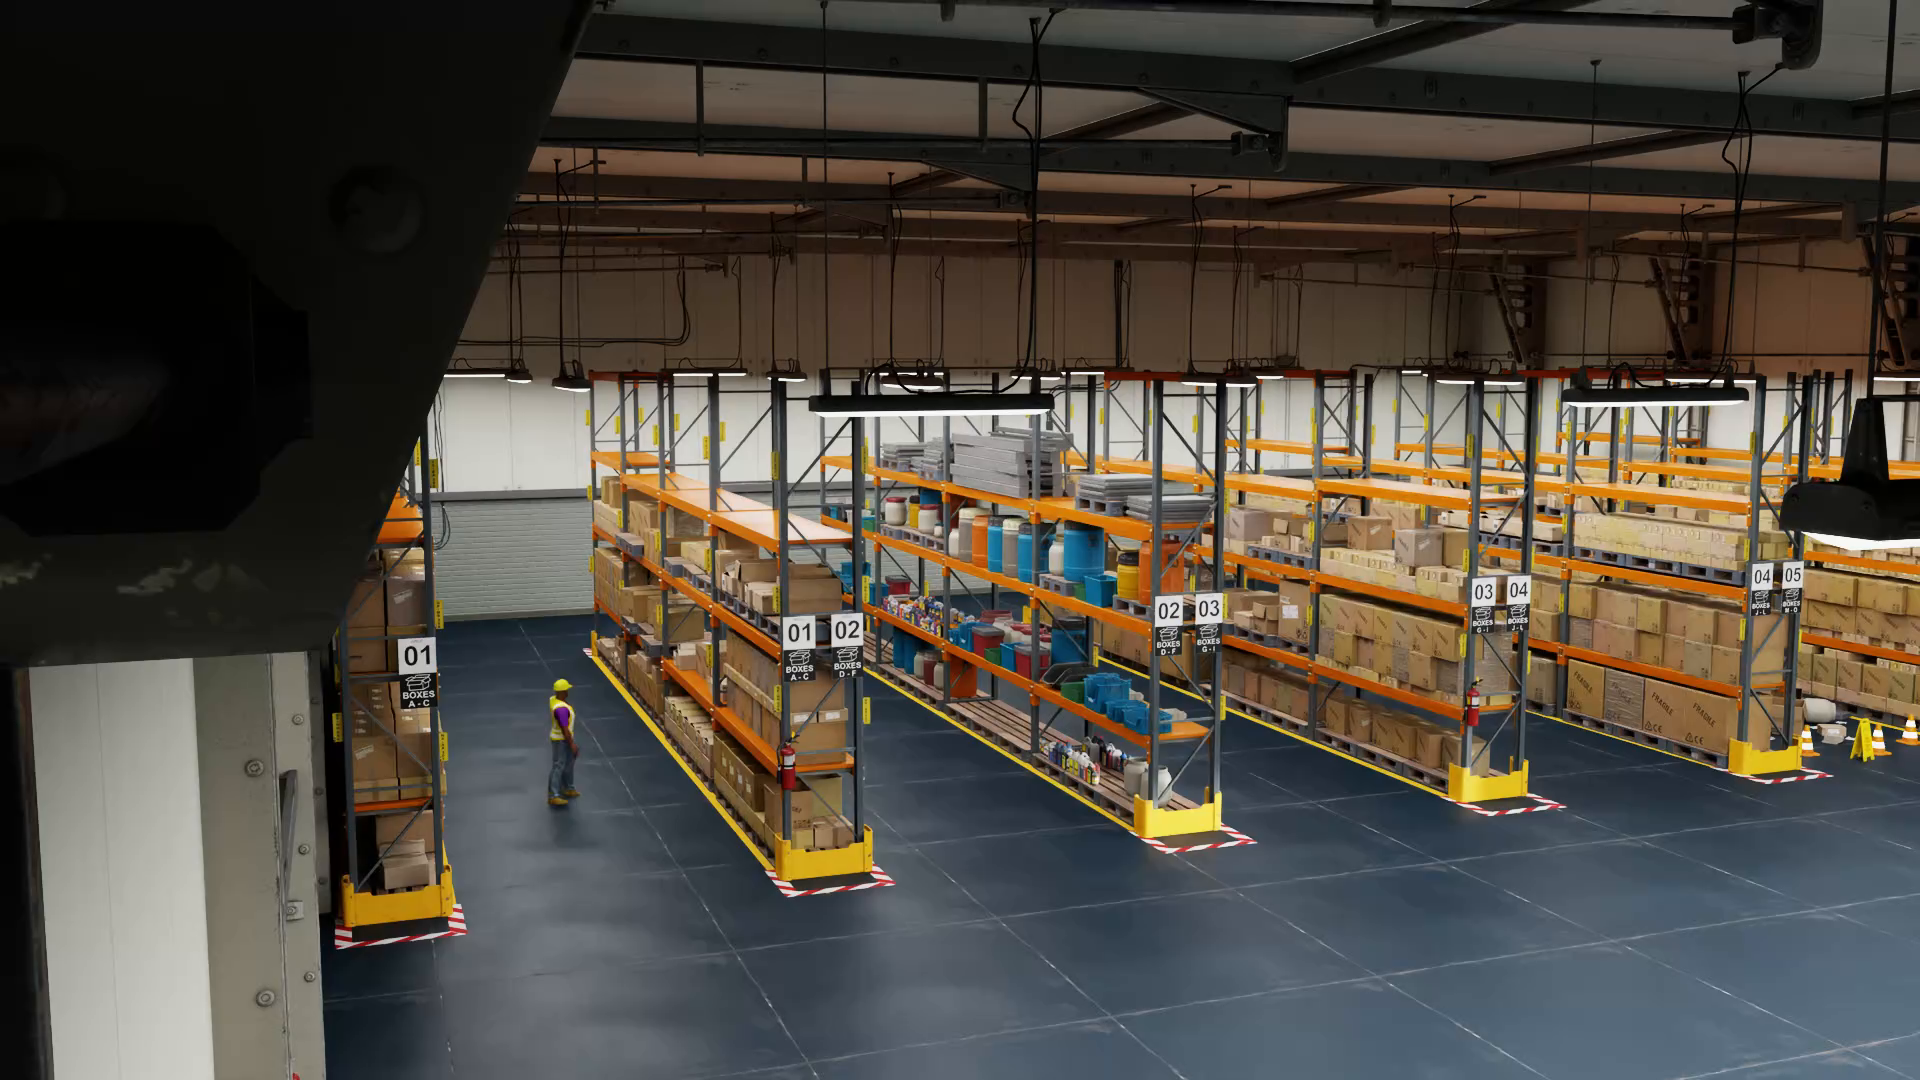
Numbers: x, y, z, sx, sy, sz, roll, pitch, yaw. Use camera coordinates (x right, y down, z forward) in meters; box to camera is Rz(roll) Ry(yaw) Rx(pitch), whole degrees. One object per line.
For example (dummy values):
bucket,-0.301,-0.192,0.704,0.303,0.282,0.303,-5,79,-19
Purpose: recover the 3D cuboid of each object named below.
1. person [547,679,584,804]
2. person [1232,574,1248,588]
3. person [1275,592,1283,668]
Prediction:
person,-5.614,2.850,23.565,0.478,1.811,0.677,-1,6,-9
person,7.059,0.852,41.587,0.508,1.655,0.435,-3,7,-24
person,6.206,1.876,32.580,0.544,1.705,0.726,4,8,35
